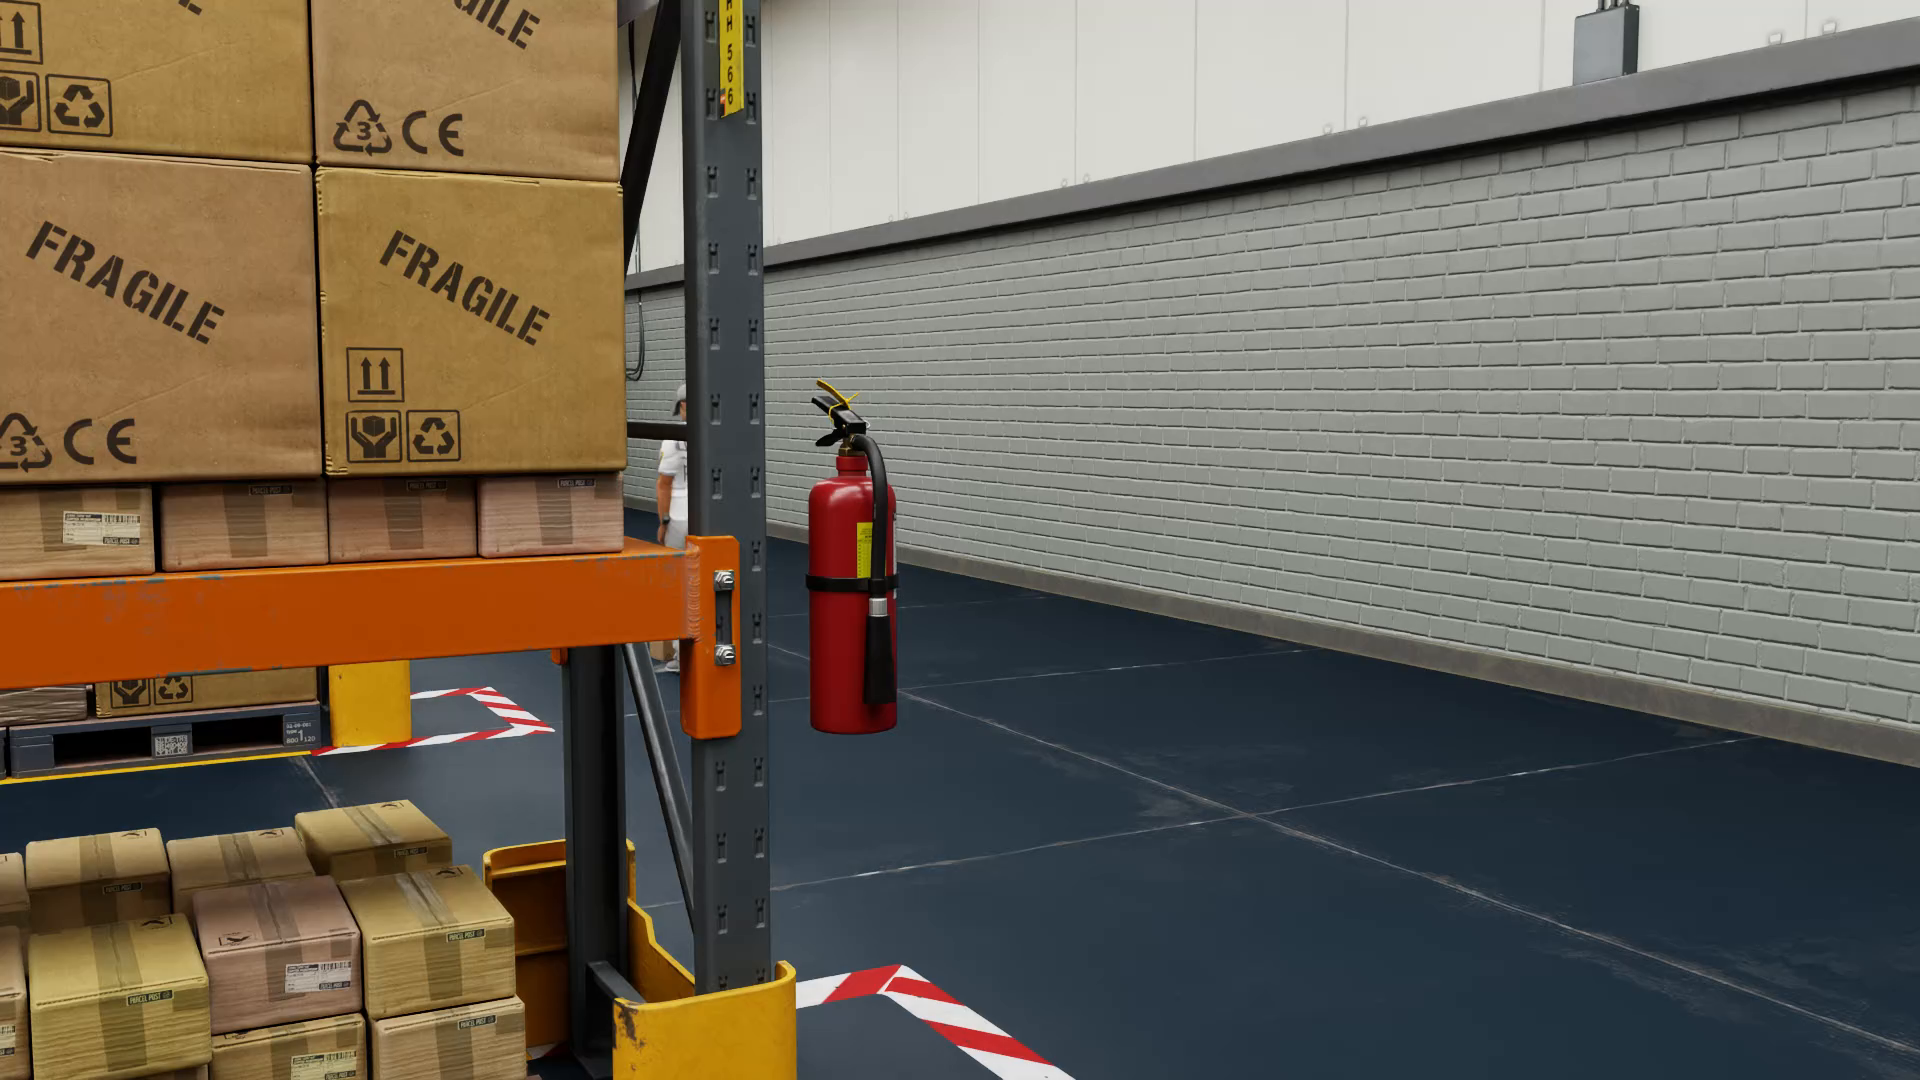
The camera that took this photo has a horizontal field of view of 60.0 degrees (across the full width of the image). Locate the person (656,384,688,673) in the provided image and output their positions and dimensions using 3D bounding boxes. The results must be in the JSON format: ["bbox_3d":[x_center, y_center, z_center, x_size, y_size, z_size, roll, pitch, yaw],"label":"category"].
[{"bbox_3d":[-1.482,-0.068,9.410,0.480,1.646,0.419,-3,6,-28],"label":"person"}]
